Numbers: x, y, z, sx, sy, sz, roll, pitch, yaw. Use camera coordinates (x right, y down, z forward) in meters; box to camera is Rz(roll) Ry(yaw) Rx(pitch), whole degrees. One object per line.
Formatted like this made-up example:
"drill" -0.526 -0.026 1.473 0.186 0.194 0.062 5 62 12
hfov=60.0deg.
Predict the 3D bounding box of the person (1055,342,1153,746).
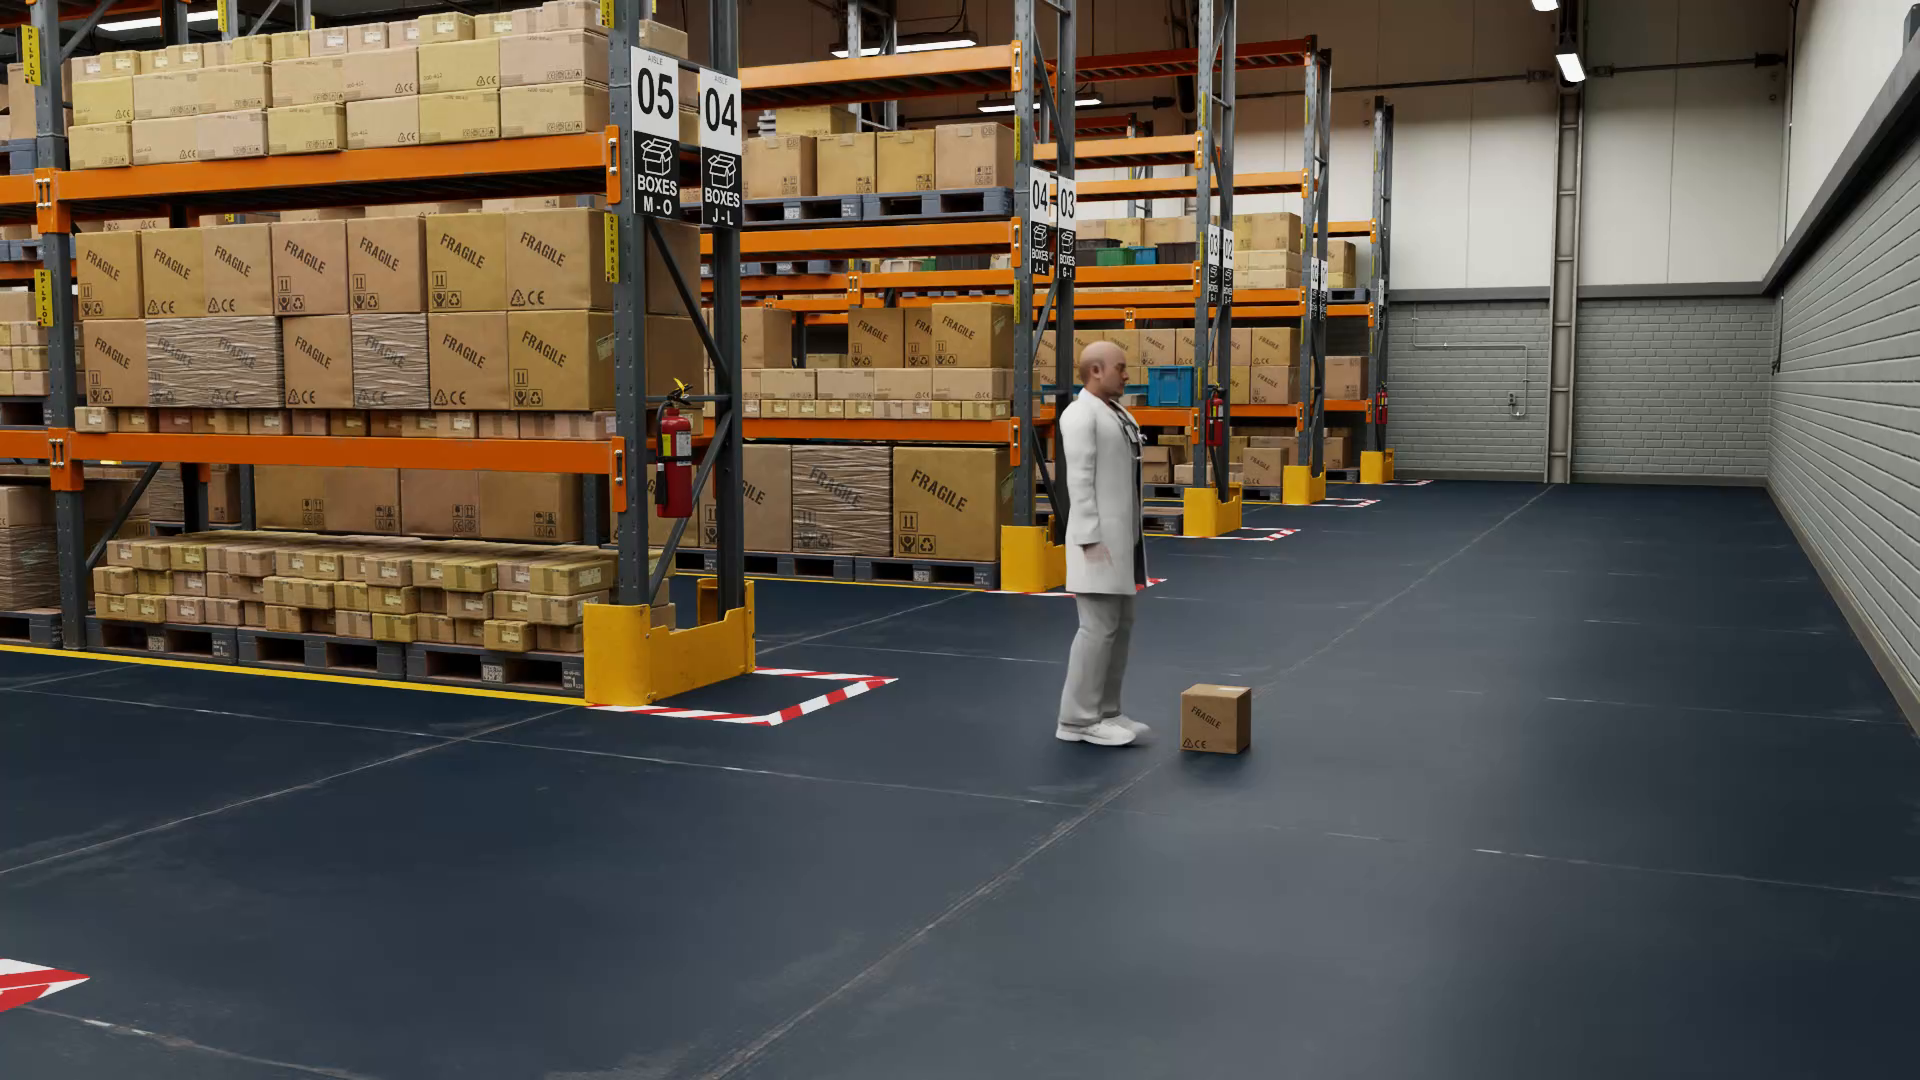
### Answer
"person" 0.664 0.011 7.436 0.378 1.785 0.562 3 6 25
